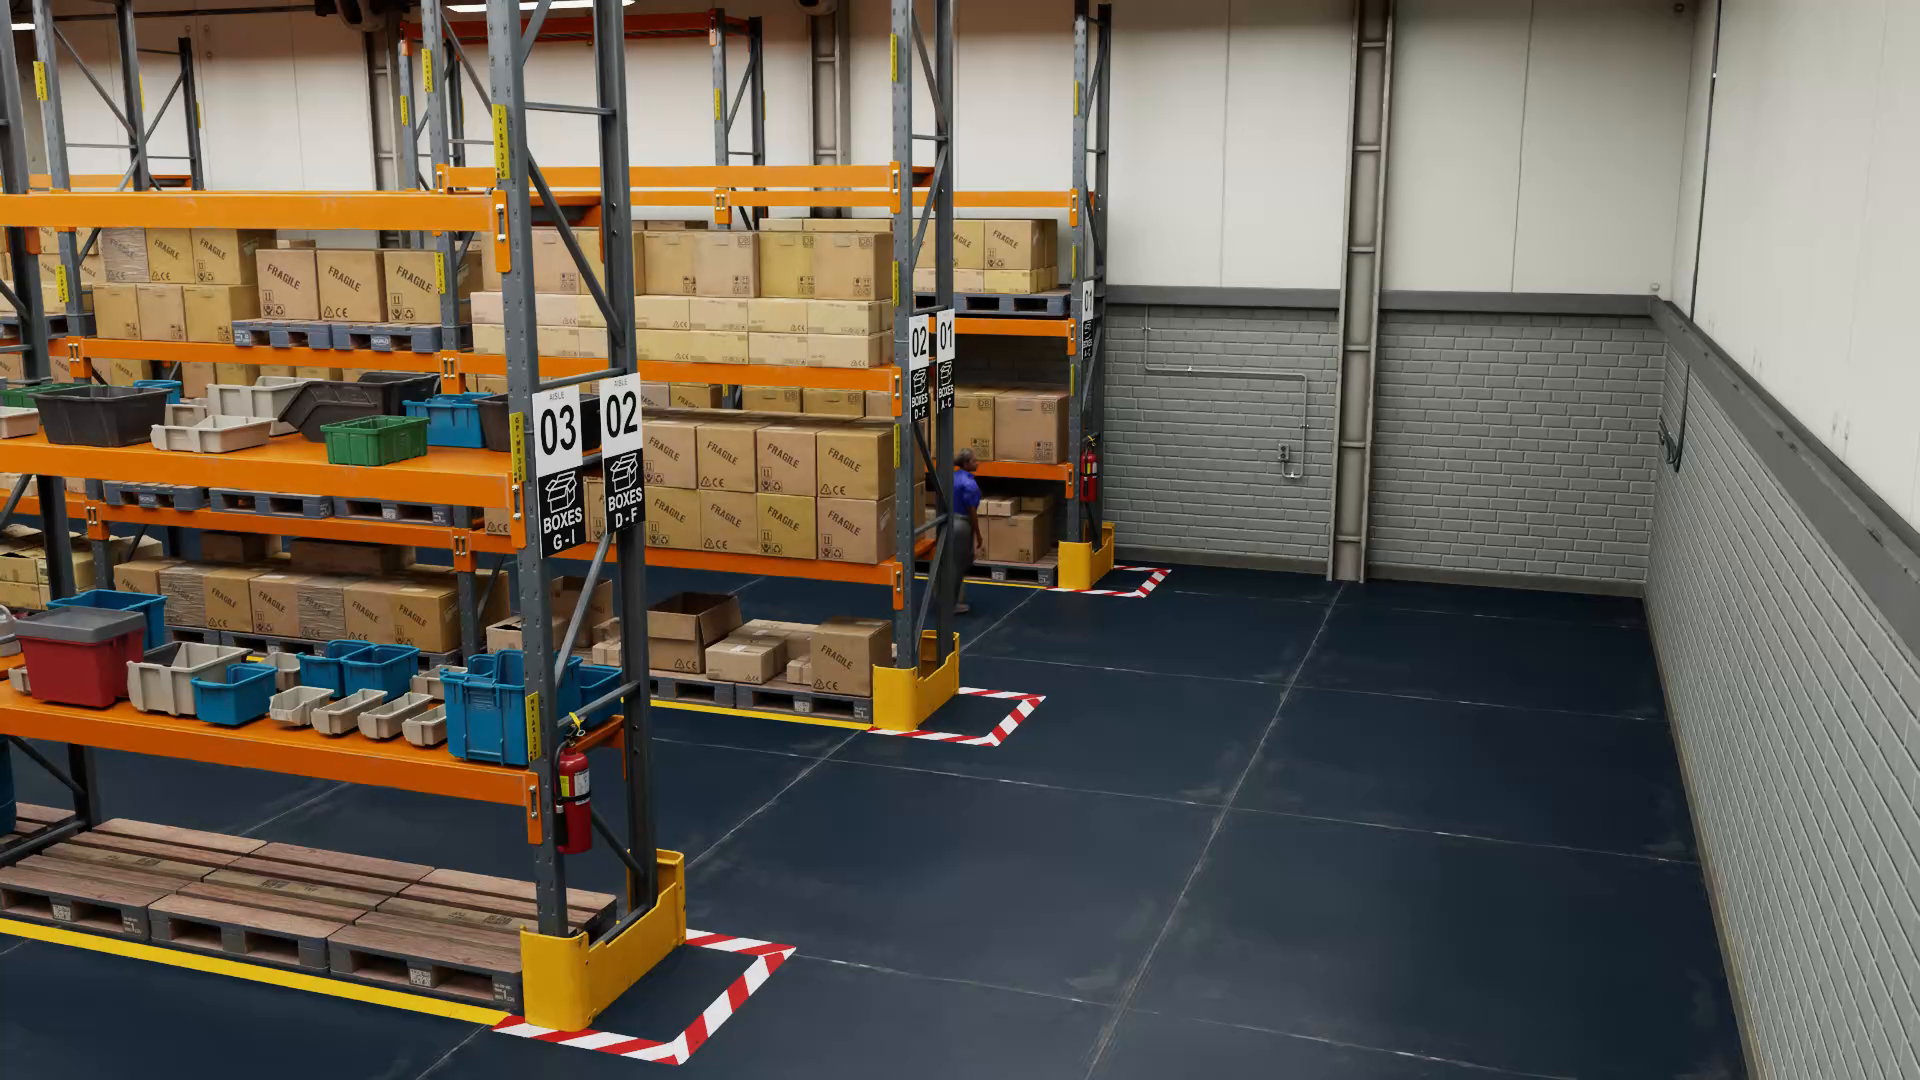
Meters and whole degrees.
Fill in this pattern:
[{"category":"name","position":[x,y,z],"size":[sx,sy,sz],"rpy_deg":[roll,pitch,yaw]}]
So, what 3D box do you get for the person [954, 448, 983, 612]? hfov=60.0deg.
[{"category":"person","position":[0.016,-0.102,16.388],"size":[0.418,1.646,0.572],"rpy_deg":[-5,13,-24]}]
